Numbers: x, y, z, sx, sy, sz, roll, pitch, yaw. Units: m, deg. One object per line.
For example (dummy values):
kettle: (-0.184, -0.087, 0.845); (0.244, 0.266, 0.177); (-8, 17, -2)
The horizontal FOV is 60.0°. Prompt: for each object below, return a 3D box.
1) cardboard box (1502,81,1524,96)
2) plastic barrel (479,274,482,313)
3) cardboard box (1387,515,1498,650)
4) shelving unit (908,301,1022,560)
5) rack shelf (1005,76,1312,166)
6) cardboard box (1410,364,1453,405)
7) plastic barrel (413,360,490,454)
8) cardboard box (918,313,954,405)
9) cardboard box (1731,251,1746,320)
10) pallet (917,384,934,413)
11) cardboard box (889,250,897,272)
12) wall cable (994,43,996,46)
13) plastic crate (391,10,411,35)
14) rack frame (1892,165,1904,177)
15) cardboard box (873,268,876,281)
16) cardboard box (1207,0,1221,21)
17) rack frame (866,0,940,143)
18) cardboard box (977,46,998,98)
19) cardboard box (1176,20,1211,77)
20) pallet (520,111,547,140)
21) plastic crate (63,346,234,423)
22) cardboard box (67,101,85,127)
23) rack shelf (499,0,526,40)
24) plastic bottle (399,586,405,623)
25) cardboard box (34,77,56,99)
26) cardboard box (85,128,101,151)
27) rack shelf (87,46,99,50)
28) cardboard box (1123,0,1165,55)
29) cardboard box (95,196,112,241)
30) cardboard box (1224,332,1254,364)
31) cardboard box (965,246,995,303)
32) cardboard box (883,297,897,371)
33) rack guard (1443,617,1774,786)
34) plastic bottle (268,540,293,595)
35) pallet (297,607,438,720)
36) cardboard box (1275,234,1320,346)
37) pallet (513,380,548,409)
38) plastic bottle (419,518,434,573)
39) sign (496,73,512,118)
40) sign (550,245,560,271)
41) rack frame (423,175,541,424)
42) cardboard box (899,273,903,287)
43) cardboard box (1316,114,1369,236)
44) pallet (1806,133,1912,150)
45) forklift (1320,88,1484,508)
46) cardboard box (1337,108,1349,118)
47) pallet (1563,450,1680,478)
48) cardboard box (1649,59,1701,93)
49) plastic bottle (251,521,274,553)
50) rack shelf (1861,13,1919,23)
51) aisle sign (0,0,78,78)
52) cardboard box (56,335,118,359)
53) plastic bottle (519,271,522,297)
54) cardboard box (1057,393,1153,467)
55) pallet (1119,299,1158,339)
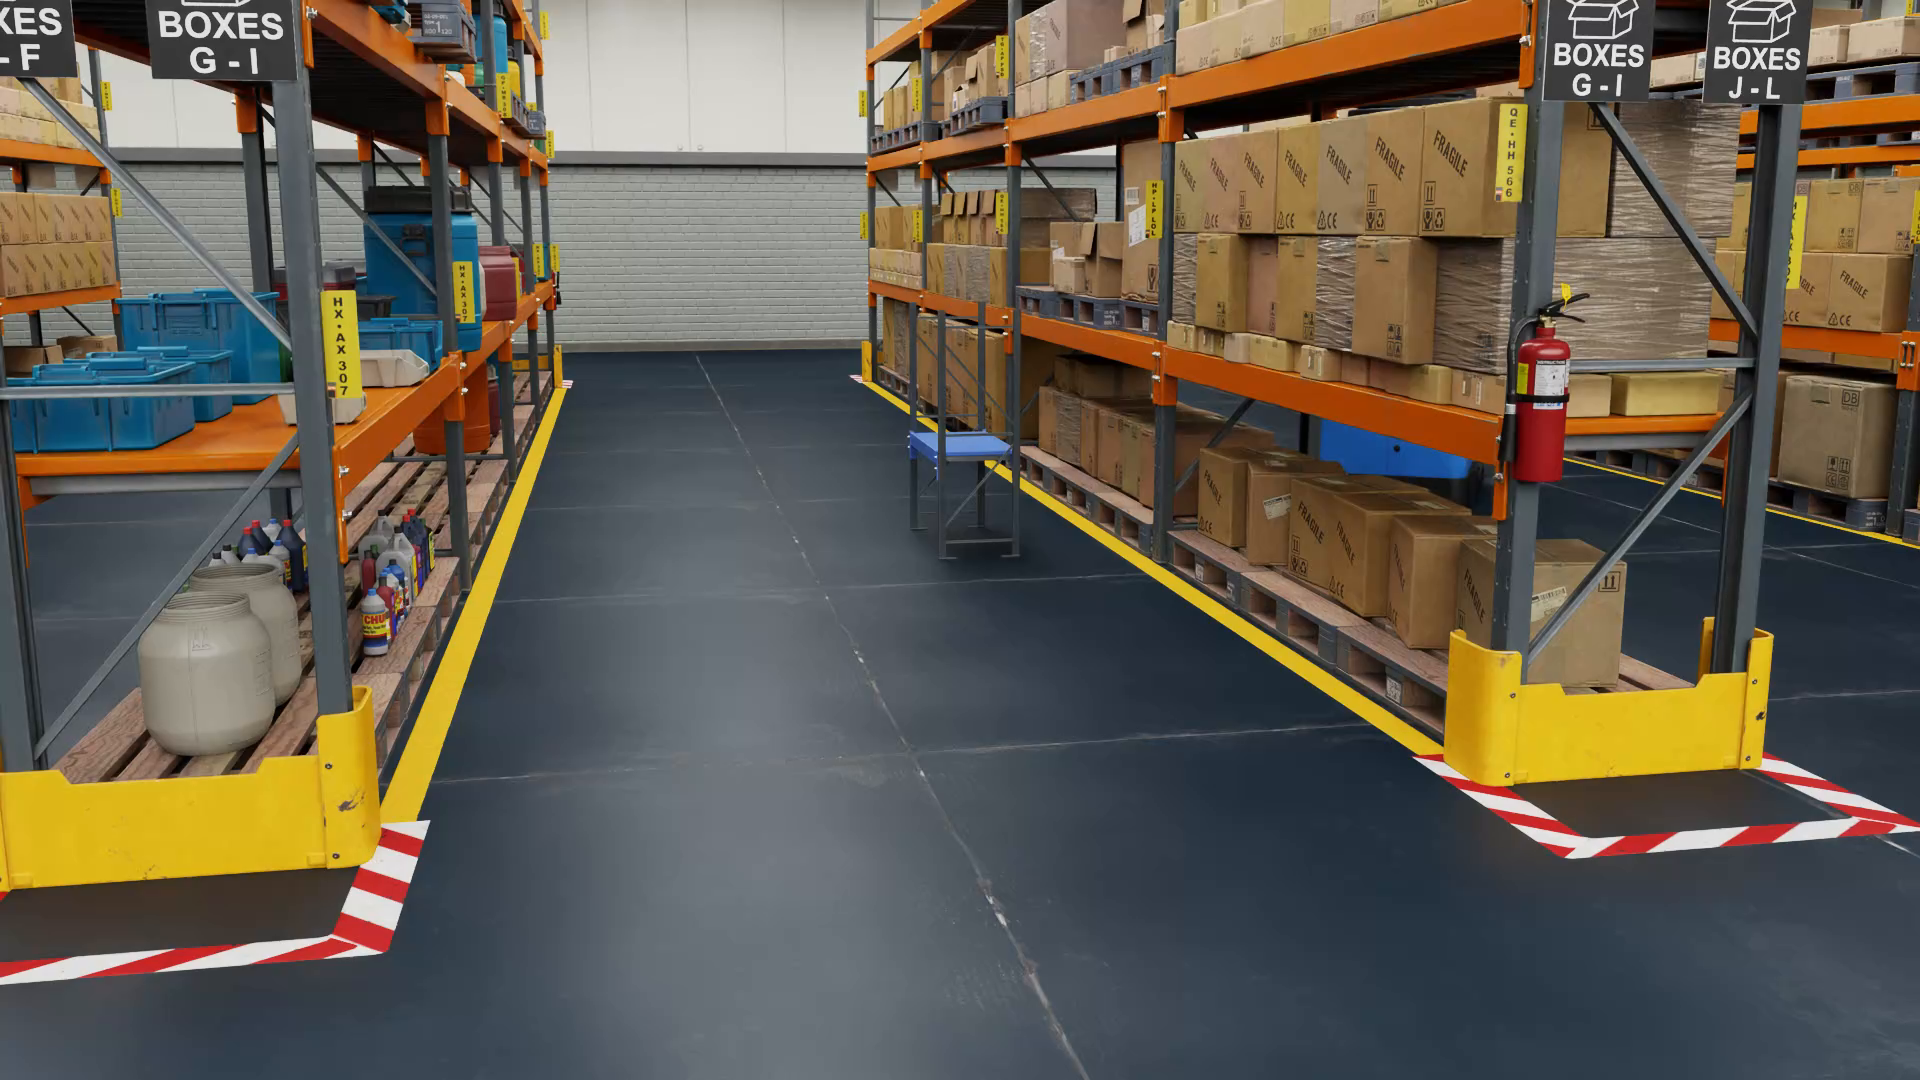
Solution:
cardboard box: (5.297, -3.958, 15.177); (0.500, 0.500, 0.500); (-2, 11, -11)
plastic barrel: (-3.484, -1.703, 11.322); (0.421, 0.512, 0.421); (0, 11, 0)
cardboard box: (2.183, 0.179, 7.295); (0.500, 0.500, 0.500); (1, 11, 4)
shelving unit: (0.017, -0.721, 10.474); (0.538, 1.500, 1.048); (-2, 11, -11)
rack shelf: (1.271, -2.840, 11.495); (1.077, 0.370, 4.000); (-2, 11, -11)
cardboard box: (2.033, -0.630, 6.657); (0.380, 0.149, 0.250); (-2, 11, -11)
plastic barrel: (-4.088, -1.135, 13.321); (0.600, 0.830, 0.708); (-2, 11, -11)
cardboard box: (0.248, -1.866, 17.036); (1.225, 0.875, 0.875); (-2, 11, -11)
cardboard box: (5.985, -1.835, 12.048); (0.500, 0.500, 0.500); (-2, 11, -10)
pallet: (0.033, -1.592, 18.498); (1.003, 0.211, 1.213); (-2, 11, -11)
cardboard box: (-0.537, -3.245, 19.330); (0.500, 0.250, 0.500); (-2, 11, -12)
wall cable: (1.608, -9.243, 26.590); (2.277, 5.999, 0.120); (-2, 11, -11)
plastic crate: (-2.489, -2.237, 7.109); (0.243, 0.136, 0.396); (-2, 11, -11)
rack frame: (13.915, -4.095, 24.190); (1.000, 3.000, 0.127); (-2, 11, -11)
cardboard box: (-0.877, -3.306, 20.716); (0.380, 0.149, 0.250); (-2, 11, -12)
cardboard box: (1.540, -2.831, 8.862); (0.380, 0.149, 0.250); (-3, 11, -14)
rack frame: (-0.674, -6.501, 20.783); (1.000, 3.000, 0.127); (-2, 11, -11)
cardboard box: (0.439, -4.080, 14.695); (0.500, 0.500, 0.500); (-2, 11, -8)
cardboard box: (1.497, -2.661, 9.032); (0.500, 0.250, 0.500); (-3, 11, -13)
pallet: (-4.506, -3.880, 15.544); (1.213, 0.211, 1.003); (-2, 11, -11)
plastic crate: (-2.932, -0.566, 6.046); (0.499, 0.251, 0.408); (-2, 11, -11)
cardboard box: (-9.944, -4.663, 18.214); (0.500, 0.250, 0.500); (-2, 11, -11)
rack shelf: (-4.365, -4.670, 14.160); (1.077, 0.370, 4.000); (-2, 11, -11)
plastic bottle: (-2.572, 0.276, 7.530); (0.097, 0.201, 0.097); (0, 11, 0)
cardboard box: (-10.059, -4.932, 17.621); (0.700, 0.500, 0.500); (-2, 11, -11)
cardboard box: (-10.033, -4.509, 18.744); (0.500, 0.250, 0.500); (-2, 11, -11)
rack shelf: (-10.002, -5.419, 17.035); (1.077, 0.370, 4.000); (-2, 11, -11)
cardboard box: (1.482, -3.346, 10.831); (0.797, 0.503, 0.637); (-2, 11, -9)
cardboard box: (-10.035, -3.663, 18.976); (0.500, 0.500, 0.500); (-2, 11, -12)
cardboard box: (1.585, -0.995, 8.573); (0.380, 0.149, 0.250); (-2, 11, -11)
cardboard box: (0.348, -2.404, 15.036); (0.500, 0.500, 0.500); (-2, 11, -13)
cardboard box: (-0.471, -2.602, 20.902); (0.875, 0.875, 0.875); (-2, 11, -11)
rack guard: (2.424, 0.595, 6.234); (1.175, 0.500, 0.348); (-2, 11, -11)
plastic bottle: (-3.301, 0.137, 8.075); (0.097, 0.271, 0.097); (0, 11, 0)
pallet: (-2.868, 0.546, 7.262); (1.003, 0.211, 1.213); (-2, 11, -11)
cardboard box: (2.003, -1.189, 7.858); (0.875, 0.500, 0.500); (-2, 11, -11)
pallet: (-5.176, -1.628, 18.683); (1.003, 0.211, 1.213); (-2, 11, -11)
plastic bottle: (-2.781, 0.022, 8.647); (0.061, 0.283, 0.133); (-2, 11, -8)
sign: (-3.438, -3.350, 12.530); (0.100, 0.325, 0.005); (-2, 11, -11)
sign: (-4.996, -3.477, 20.503); (0.100, 0.325, 0.005); (-2, 11, -11)
rack frame: (-4.754, -2.640, 16.544); (1.000, 3.000, 0.127); (-2, 11, -11)
cardboard box: (-0.477, -2.929, 18.736); (0.380, 0.149, 0.250); (-2, 11, -10)
cardboard box: (1.891, -1.581, 7.242); (0.500, 0.500, 0.500); (-2, 11, -11)
pallet: (10.052, -4.393, 18.247); (0.805, 0.209, 1.217); (-3, 11, -13)
forklift: (3.424, -1.838, 12.516); (1.130, 2.935, 3.031); (4, 11, 20)
cardboard box: (4.560, -4.798, 18.927); (0.500, 0.250, 0.500); (-3, 11, -13)
pallet: (5.847, -0.731, 13.972); (1.003, 0.211, 1.213); (-2, 11, -11)
cardboard box: (5.692, -3.793, 13.425); (0.500, 0.311, 0.500); (-2, 11, -11)
plastic bottle: (-3.448, 0.076, 8.184); (0.144, 0.351, 0.185); (-2, 11, -9)
rack shelf: (10.214, -5.211, 17.000); (1.077, 0.370, 4.000); (-2, 11, -11)
aisle sign: (-2.697, -1.692, 4.611); (0.394, 0.787, 0.004); (-2, 11, -11)
cardboard box: (-10.044, -2.091, 19.171); (0.500, 0.500, 0.500); (-2, 11, -11)
plastic bottle: (-4.360, -2.518, 16.237); (0.152, 0.276, 0.135); (-2, 11, -11)
cardboard box: (1.153, -0.851, 12.654); (0.700, 0.500, 0.500); (-3, 11, -16)
pallet: (1.654, -1.404, 10.563); (1.003, 0.211, 1.213); (-2, 11, -11)
